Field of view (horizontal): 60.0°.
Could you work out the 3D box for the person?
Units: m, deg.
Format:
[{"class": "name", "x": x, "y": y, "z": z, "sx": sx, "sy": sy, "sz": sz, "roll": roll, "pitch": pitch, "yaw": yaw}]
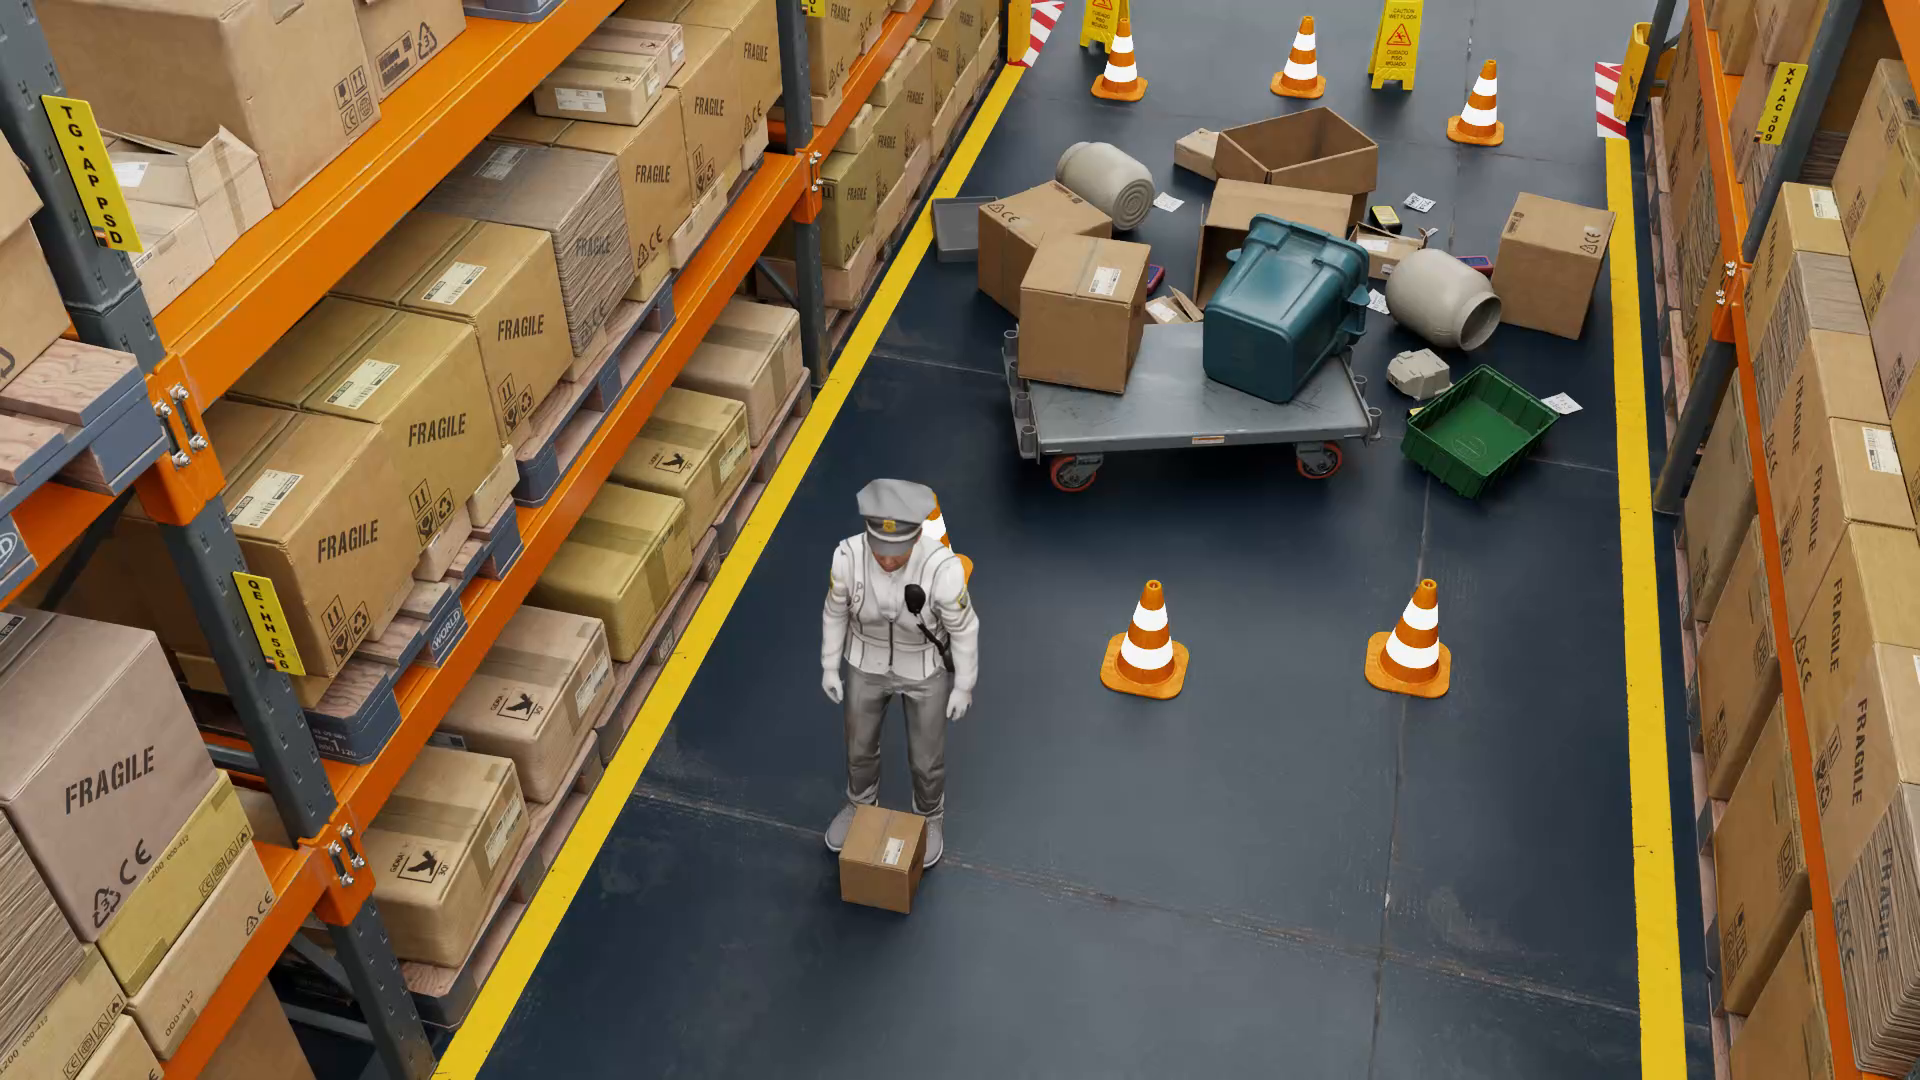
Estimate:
[{"class": "person", "x": -0.209, "y": 0.452, "z": 5.638, "sx": 0.547, "sy": 1.667, "sz": 0.369, "roll": 8, "pitch": 42, "yaw": 9}]
